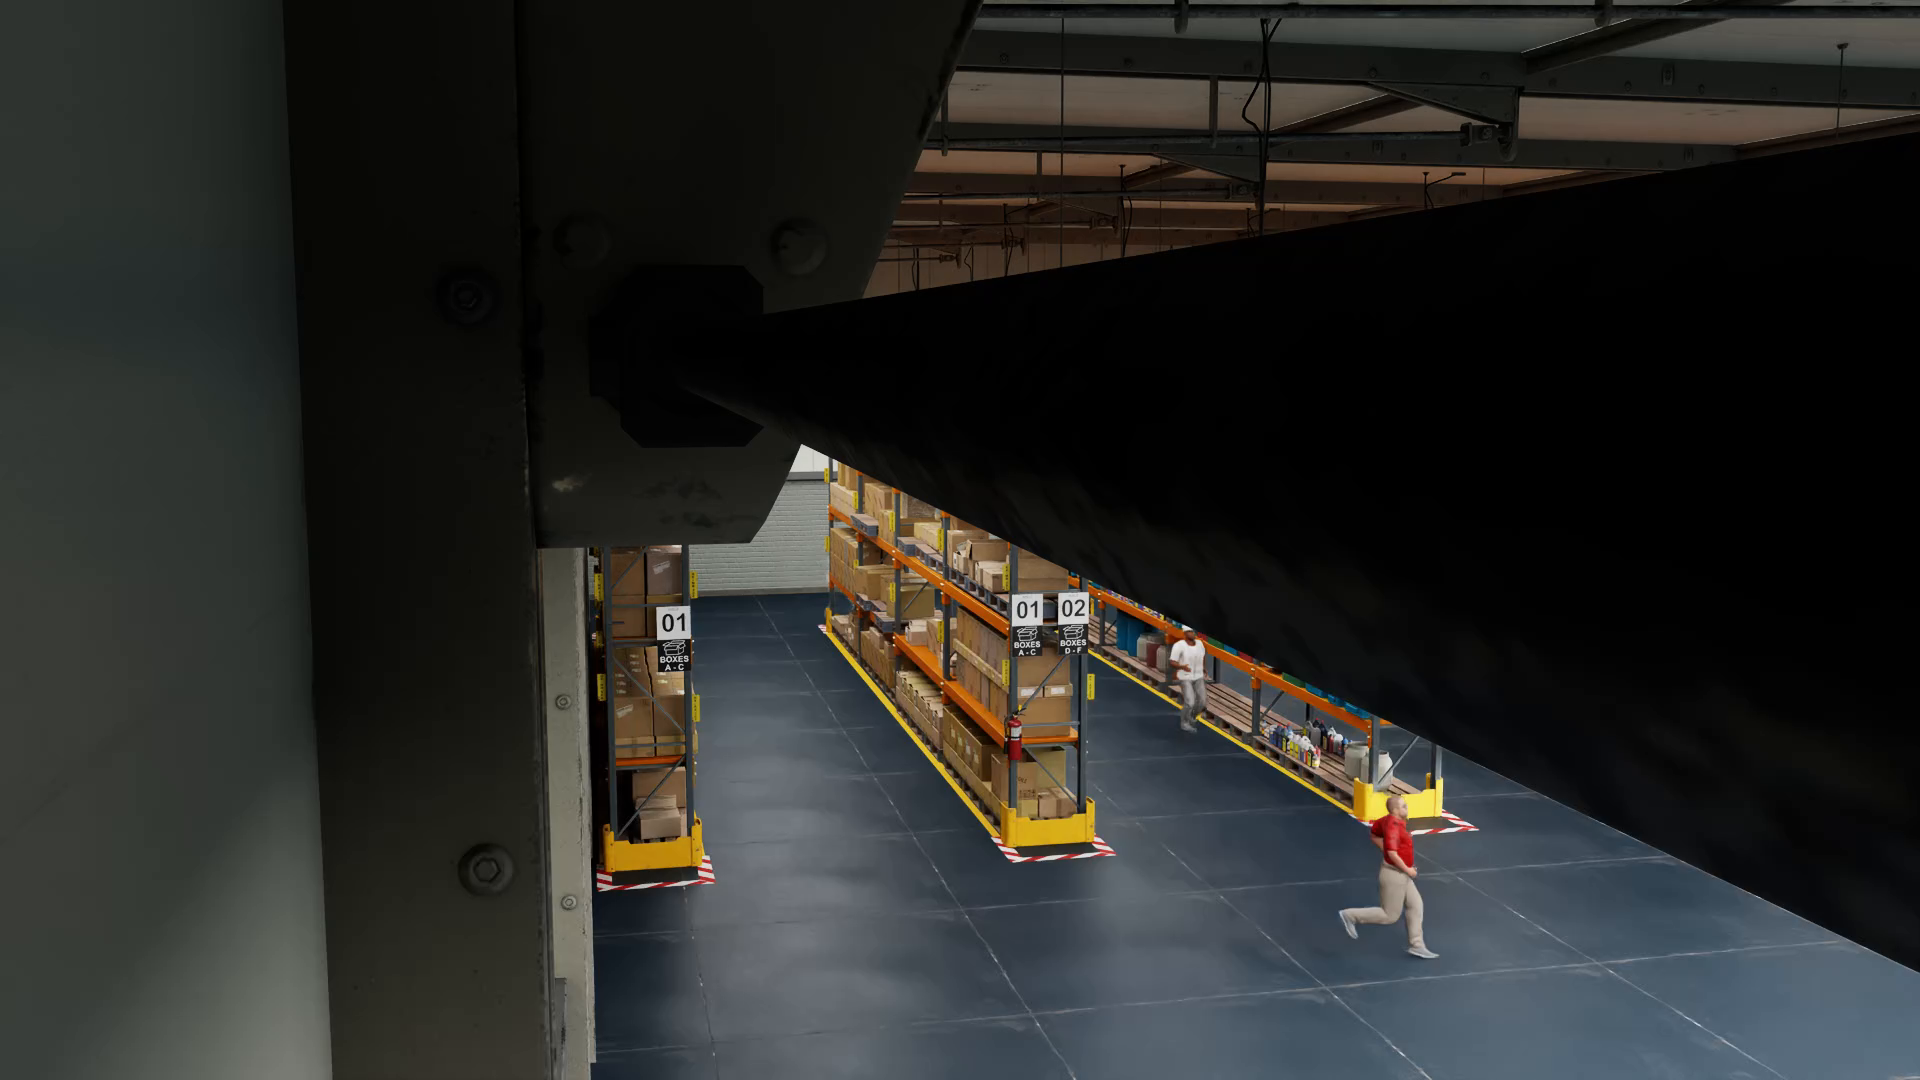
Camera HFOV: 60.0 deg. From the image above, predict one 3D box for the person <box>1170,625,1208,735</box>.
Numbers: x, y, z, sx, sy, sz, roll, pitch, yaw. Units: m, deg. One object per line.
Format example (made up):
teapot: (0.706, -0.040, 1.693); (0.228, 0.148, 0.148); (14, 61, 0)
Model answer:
person: (3.614, 2.174, 25.836); (0.686, 1.781, 0.593); (-3, 7, -21)

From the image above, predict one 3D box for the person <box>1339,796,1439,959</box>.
person: (4.448, 3.485, 17.161); (1.024, 1.719, 0.642); (2, 7, 13)
